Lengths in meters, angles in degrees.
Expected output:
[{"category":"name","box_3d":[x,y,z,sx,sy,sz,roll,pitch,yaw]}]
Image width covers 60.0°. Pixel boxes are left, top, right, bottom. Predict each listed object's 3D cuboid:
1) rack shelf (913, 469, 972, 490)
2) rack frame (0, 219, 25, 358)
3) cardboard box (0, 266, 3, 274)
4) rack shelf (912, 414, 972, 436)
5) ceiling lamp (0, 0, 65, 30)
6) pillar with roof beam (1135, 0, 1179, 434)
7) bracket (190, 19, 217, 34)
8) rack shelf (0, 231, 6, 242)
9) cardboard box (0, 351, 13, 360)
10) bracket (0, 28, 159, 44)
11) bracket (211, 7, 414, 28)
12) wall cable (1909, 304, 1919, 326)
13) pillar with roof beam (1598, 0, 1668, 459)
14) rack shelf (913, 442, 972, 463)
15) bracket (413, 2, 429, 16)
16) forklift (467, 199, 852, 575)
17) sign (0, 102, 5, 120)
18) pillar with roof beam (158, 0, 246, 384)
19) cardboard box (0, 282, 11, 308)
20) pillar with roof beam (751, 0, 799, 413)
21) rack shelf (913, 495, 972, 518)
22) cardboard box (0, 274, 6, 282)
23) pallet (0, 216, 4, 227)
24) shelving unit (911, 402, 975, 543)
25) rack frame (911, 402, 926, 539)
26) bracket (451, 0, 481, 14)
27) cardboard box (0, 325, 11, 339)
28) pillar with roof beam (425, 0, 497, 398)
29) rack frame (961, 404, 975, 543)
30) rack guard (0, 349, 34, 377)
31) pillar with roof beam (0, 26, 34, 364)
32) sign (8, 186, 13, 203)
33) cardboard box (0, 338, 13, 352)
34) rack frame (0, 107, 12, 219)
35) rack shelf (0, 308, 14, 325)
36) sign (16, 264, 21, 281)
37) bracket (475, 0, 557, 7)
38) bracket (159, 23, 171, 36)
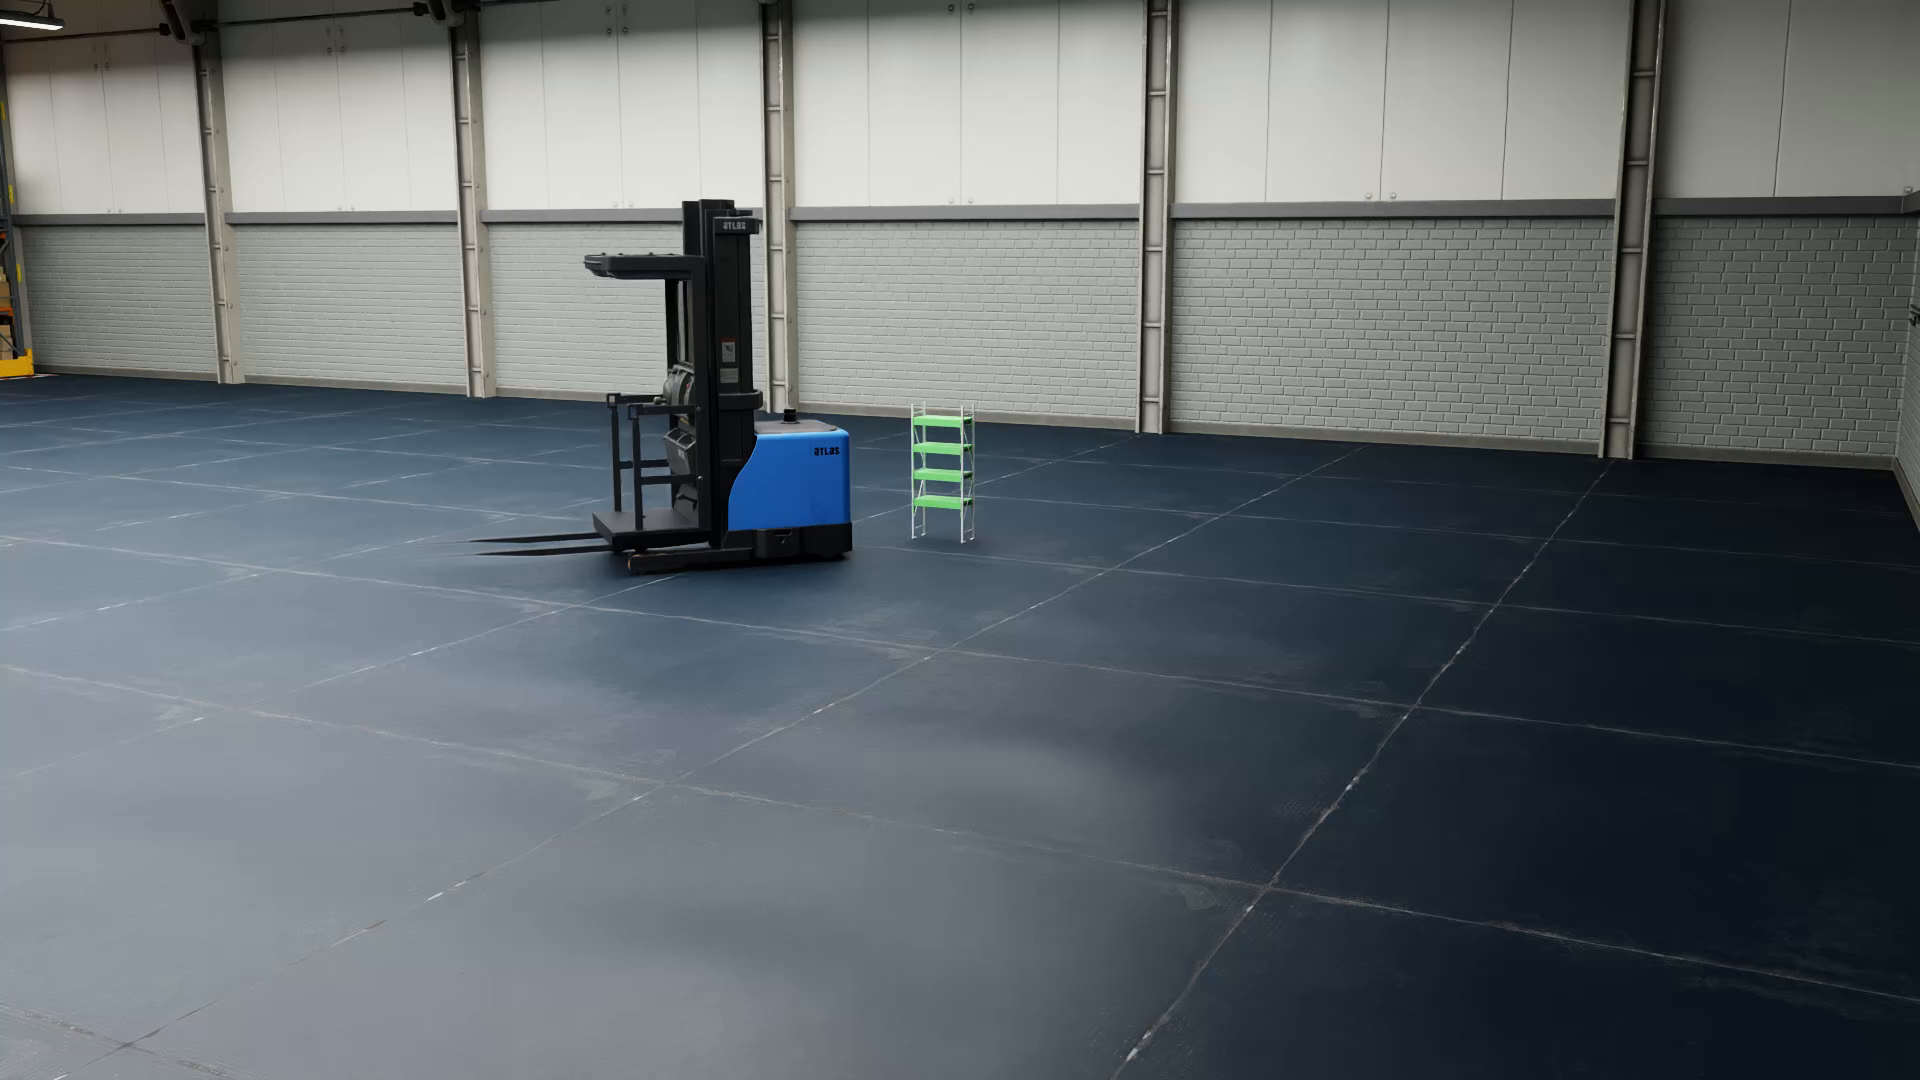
[{"category":"rack shelf","box_3d":[-0.148,-0.541,14.707,0.480,0.148,0.258,5,11,26]},{"category":"rack frame","box_3d":[-18.638,-4.660,32.054,0.127,3.000,1.000,5,11,26]},{"category":"cardboard box","box_3d":[-18.845,-5.235,32.295,0.250,0.149,0.380,5,11,25]},{"category":"rack shelf","box_3d":[-0.148,-1.013,14.621,0.480,0.148,0.258,5,11,26]},{"category":"ceiling lamp","box_3d":[-14.261,-9.335,24.652,0.800,3.185,2.000,5,11,26]},{"category":"pillar with roof beam","box_3d":[0.754,-5.232,18.369,0.400,9.000,9.100,5,11,26]},{"category":"bracket","box_3d":[-13.268,-9.020,29.191,0.430,0.232,0.235,5,11,26]},{"category":"rack shelf","box_3d":[-20.432,-5.939,32.721,4.000,0.370,1.077,5,11,26]},{"category":"cardboard box","box_3d":[-18.992,-3.583,32.648,0.500,0.250,0.500,5,11,26]},{"category":"bracket","box_3d":[-16.323,-9.288,30.674,4.783,0.066,0.076,5,11,26]},{"category":"bracket","box_3d":[-10.942,-8.815,28.062,4.783,0.066,0.076,5,11,26]},{"category":"wall cable","box_3d":[10.096,-3.475,17.383,0.112,2.526,3.097,5,11,26]},{"category":"pillar with roof beam","box_3d":[6.135,-4.759,15.757,0.400,9.000,9.100,5,11,26]},{"category":"rack shelf","box_3d":[-0.148,-0.777,14.664,0.480,0.148,0.258,5,11,26]},{"category":"bracket","box_3d":[-8.632,-8.612,26.940,0.430,0.232,0.235,5,11,26]},{"category":"forklift","box_3d":[-2.468,-1.268,13.505,3.031,2.935,1.130,-4,11,-21]},{"category":"sign","box_3d":[-18.387,-8.237,31.909,0.005,0.325,0.100,5,11,26]},{"category":"pillar with roof beam","box_3d":[-15.388,-6.650,26.207,0.548,9.000,9.100,5,11,26]},{"category":"cardboard box","box_3d":[-18.960,-4.792,32.506,0.500,0.500,0.500,5,12,28]},{"category":"pillar with roof beam","box_3d":[-4.627,-5.705,20.982,0.548,9.000,9.100,5,11,26]},{"category":"rack shelf","box_3d":[-0.148,-0.304,14.750,0.480,0.148,0.258,5,11,26]},{"category":"cardboard box","box_3d":[-18.828,-5.096,32.364,0.250,0.149,0.380,5,11,24]},{"category":"pallet","box_3d":[-19.261,-6.152,32.125,1.213,0.211,1.003,5,11,26]},{"category":"shelving unit","box_3d":[-0.148,-0.603,14.695,0.503,1.200,0.258,5,11,26]},{"category":"rack frame","box_3d":[-0.367,-0.623,14.802,0.015,1.200,0.240,5,11,26]},{"category":"bracket","box_3d":[-7.887,-8.547,26.579,0.430,0.232,0.235,5,11,26]},{"category":"cardboard box","box_3d":[-18.986,-4.073,32.548,0.500,0.250,0.500,5,11,25]},{"category":"pillar with roof beam","box_3d":[-10.007,-6.177,23.594,0.548,9.000,9.100,5,11,26]},{"category":"rack frame","box_3d":[0.070,-0.584,14.589,0.015,1.200,0.240,5,11,26]},{"category":"rack guard","box_3d":[-18.617,-3.428,32.266,0.348,0.500,1.175,5,11,26]},{"category":"pillar with roof beam","box_3d":[-20.769,-7.123,28.819,0.400,9.000,9.100,5,11,26]},{"category":"sign","box_3d":[-18.387,-6.693,32.189,0.005,0.325,0.100,5,11,26]},{"category":"cardboard box","box_3d":[-18.968,-3.829,32.605,0.500,0.250,0.500,5,12,27]},{"category":"rack frame","box_3d":[-18.638,-7.612,31.519,0.127,3.000,1.000,5,11,26]},{"category":"rack shelf","box_3d":[-20.432,-4.463,32.989,4.000,0.370,1.077,5,11,26]},{"category":"sign","box_3d":[-18.387,-5.213,32.457,0.005,0.325,0.100,5,11,26]},{"category":"bracket","box_3d":[-5.562,-8.342,25.449,4.783,0.066,0.076,5,11,26]},{"category":"bracket","box_3d":[-14.013,-9.085,29.552,0.430,0.232,0.235,5,11,26]}]
